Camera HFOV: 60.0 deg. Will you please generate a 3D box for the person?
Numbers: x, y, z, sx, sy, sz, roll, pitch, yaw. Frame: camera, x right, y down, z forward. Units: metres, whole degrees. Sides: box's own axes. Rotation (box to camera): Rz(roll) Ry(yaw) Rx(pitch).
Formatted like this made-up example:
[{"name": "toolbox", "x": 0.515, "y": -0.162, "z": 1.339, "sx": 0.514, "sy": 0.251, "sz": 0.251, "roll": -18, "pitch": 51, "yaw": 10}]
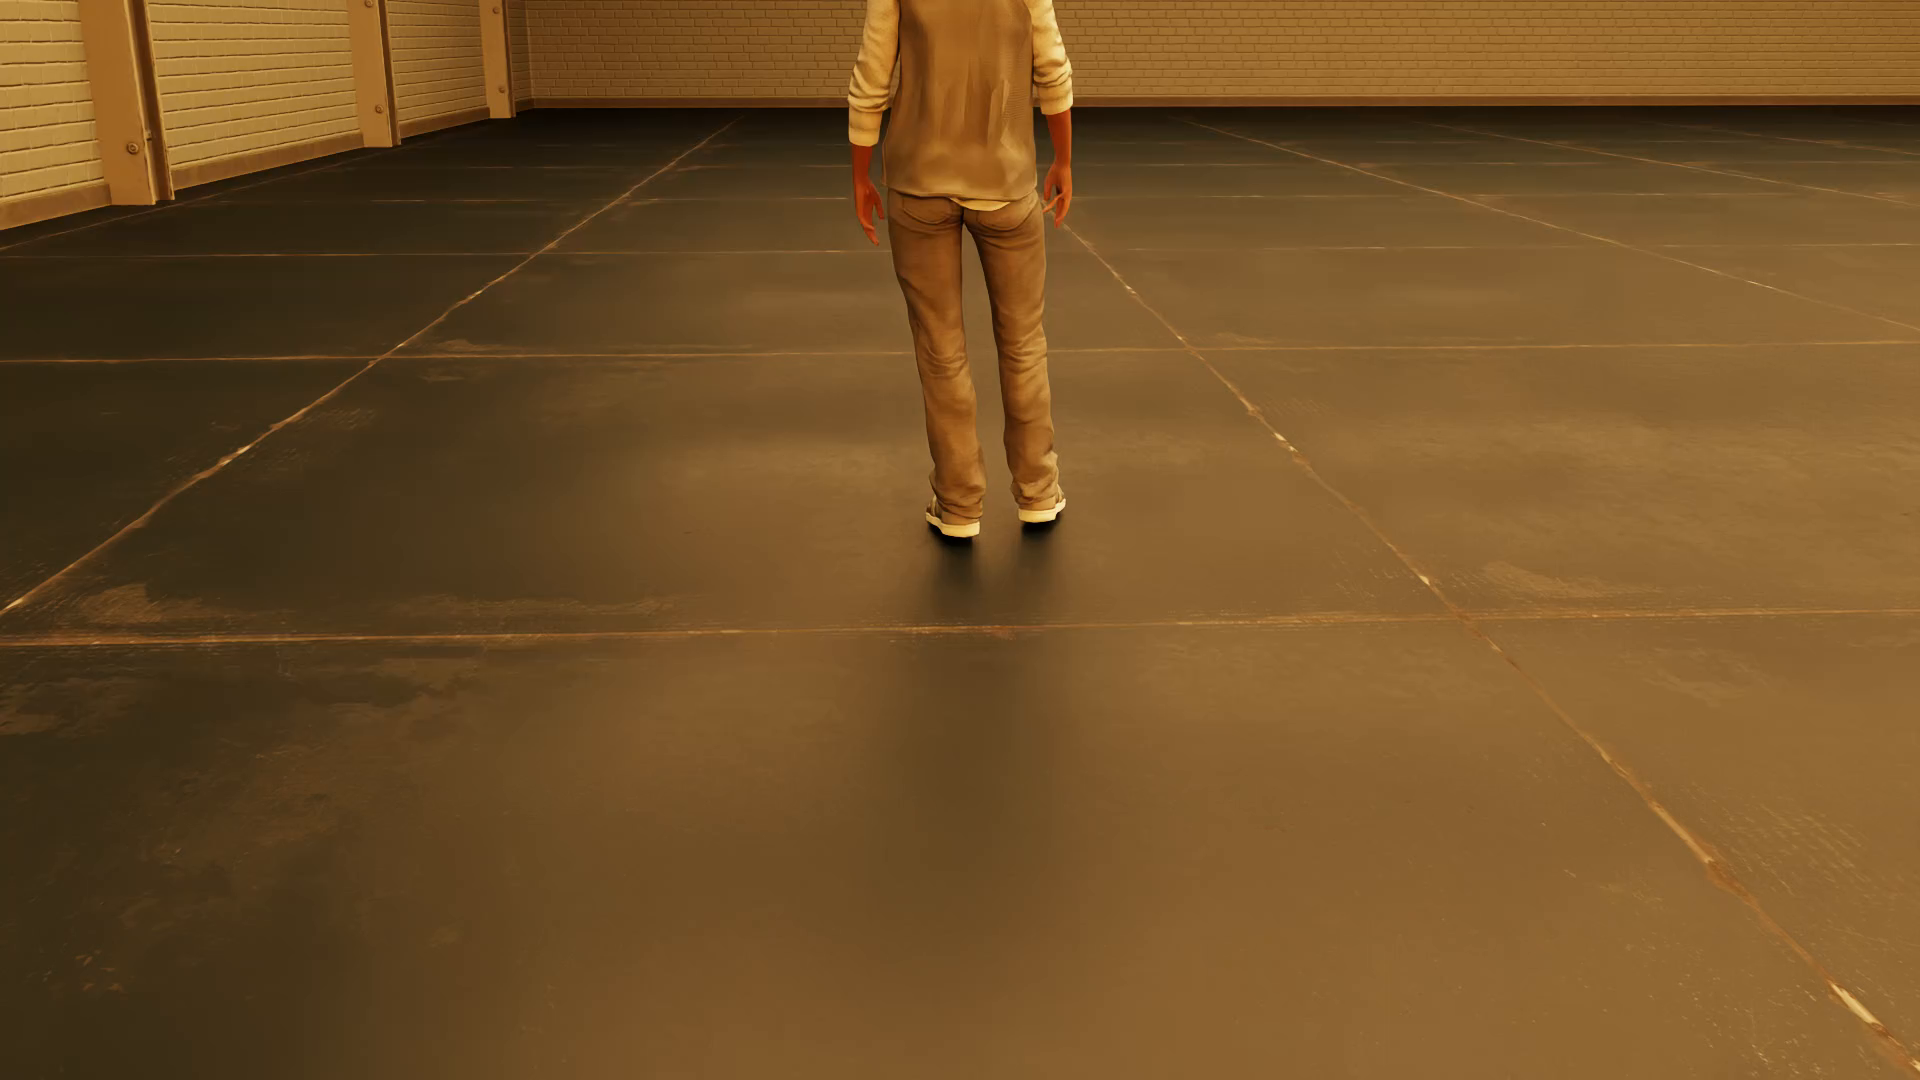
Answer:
[{"name": "person", "x": 0.010, "y": -0.792, "z": 3.753, "sx": 0.520, "sy": 1.597, "sz": 0.475, "roll": -1, "pitch": 17, "yaw": -3}]
